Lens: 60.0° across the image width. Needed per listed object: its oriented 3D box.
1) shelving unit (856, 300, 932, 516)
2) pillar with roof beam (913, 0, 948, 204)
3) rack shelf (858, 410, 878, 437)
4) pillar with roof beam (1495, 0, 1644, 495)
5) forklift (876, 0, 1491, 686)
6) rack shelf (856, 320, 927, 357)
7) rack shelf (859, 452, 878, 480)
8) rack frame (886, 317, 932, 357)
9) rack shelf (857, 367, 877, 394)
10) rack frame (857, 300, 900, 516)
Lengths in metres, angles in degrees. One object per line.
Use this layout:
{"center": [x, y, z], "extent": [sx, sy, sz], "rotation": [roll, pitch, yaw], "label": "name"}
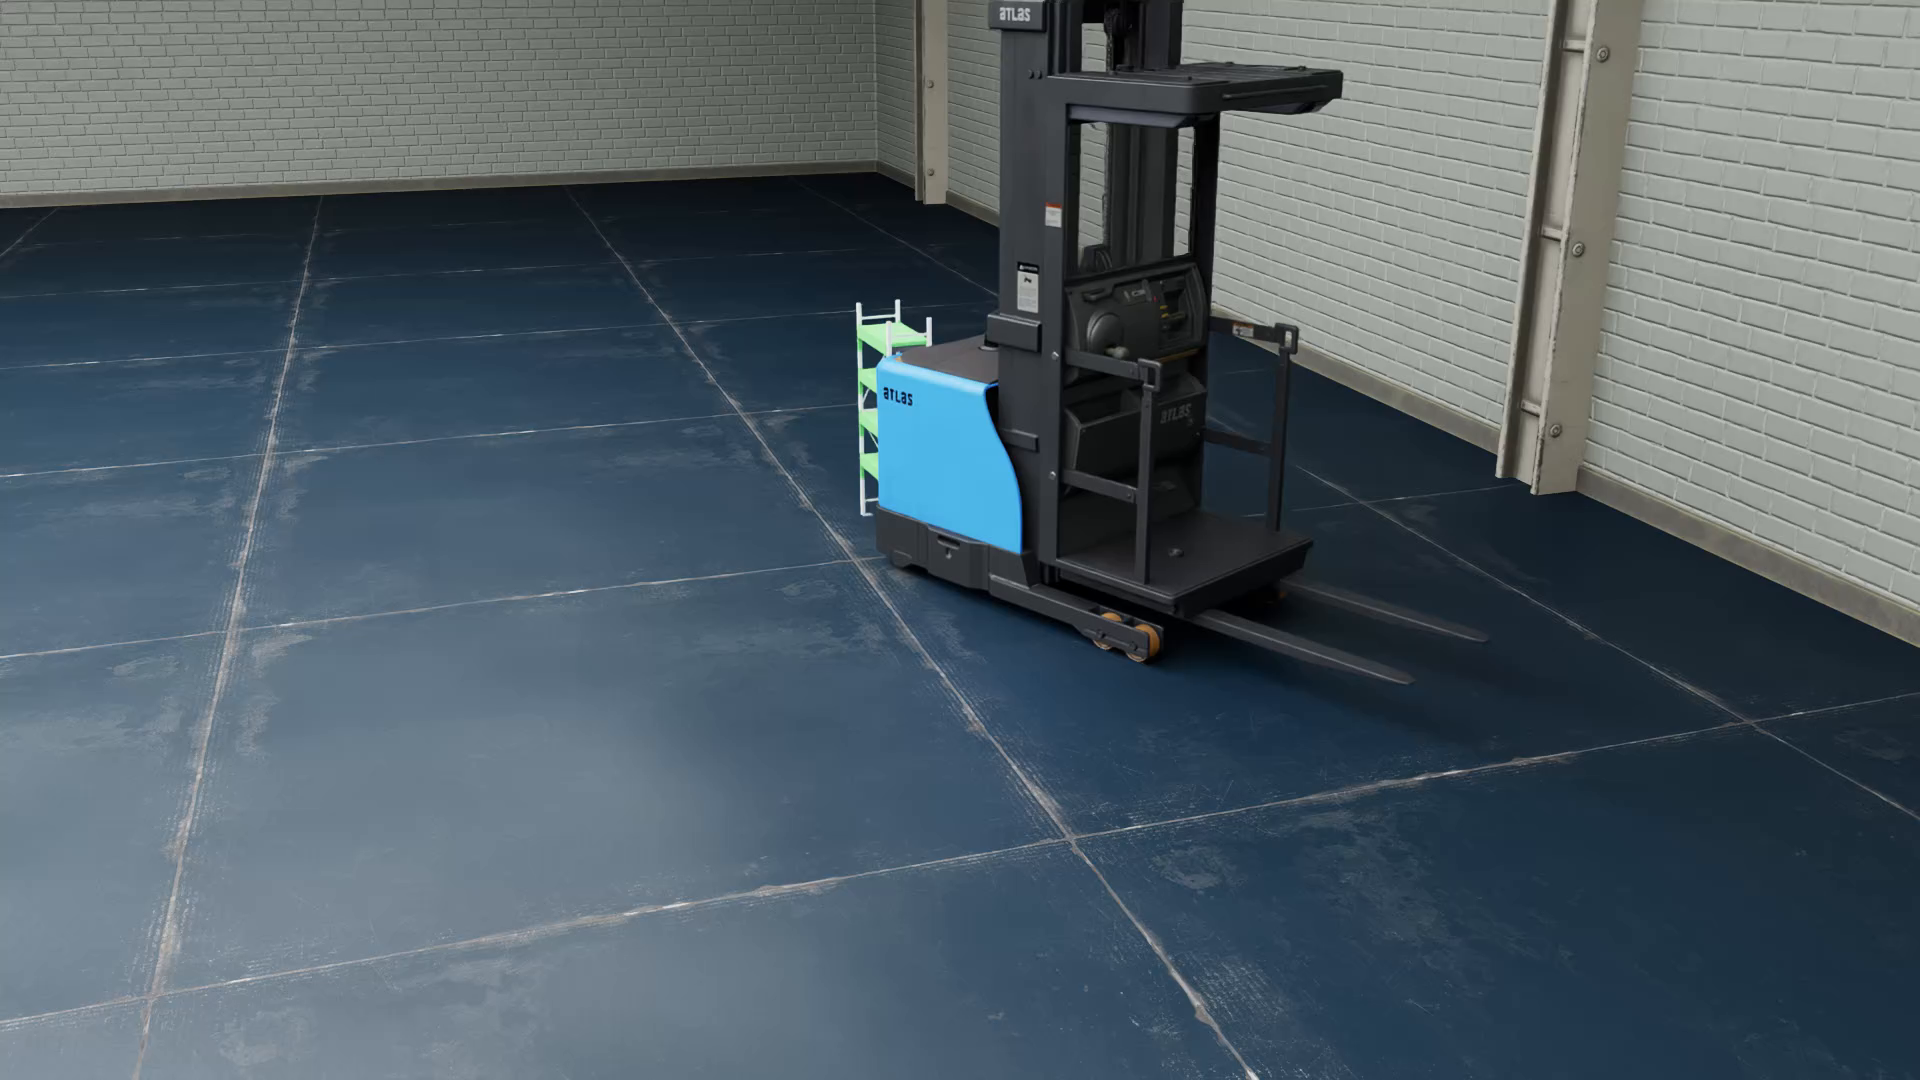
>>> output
{"center": [-0.350, -0.640, 8.924], "extent": [0.258, 1.200, 0.503], "rotation": [-8, 21, -20], "label": "shelving unit"}
{"center": [-4.437, -7.968, 17.788], "extent": [9.100, 9.000, 0.400], "rotation": [-6, 21, -17], "label": "pillar with roof beam"}
{"center": [-0.350, -0.580, 8.946], "extent": [0.258, 0.148, 0.480], "rotation": [-8, 21, -20], "label": "rack shelf"}
{"center": [-0.666, -4.117, 7.067], "extent": [9.100, 9.000, 0.400], "rotation": [-6, 21, -17], "label": "pillar with roof beam"}
{"center": [0.964, -1.034, 7.458], "extent": [1.130, 2.935, 3.031], "rotation": [-19, 27, -42], "label": "forklift"}
{"center": [-0.350, -1.032, 8.783], "extent": [0.258, 0.148, 0.480], "rotation": [-8, 21, -20], "label": "rack shelf"}
{"center": [-0.350, -0.354, 9.027], "extent": [0.258, 0.148, 0.480], "rotation": [-8, 21, -20], "label": "rack shelf"}
{"center": [-0.261, -0.563, 8.710], "extent": [0.240, 1.200, 0.015], "rotation": [-8, 21, -20], "label": "rack frame"}
{"center": [-0.350, -0.806, 8.864], "extent": [0.258, 0.148, 0.480], "rotation": [-8, 21, -20], "label": "rack shelf"}
{"center": [-0.440, -0.717, 9.138], "extent": [0.240, 1.200, 0.015], "rotation": [-8, 21, -20], "label": "rack frame"}
